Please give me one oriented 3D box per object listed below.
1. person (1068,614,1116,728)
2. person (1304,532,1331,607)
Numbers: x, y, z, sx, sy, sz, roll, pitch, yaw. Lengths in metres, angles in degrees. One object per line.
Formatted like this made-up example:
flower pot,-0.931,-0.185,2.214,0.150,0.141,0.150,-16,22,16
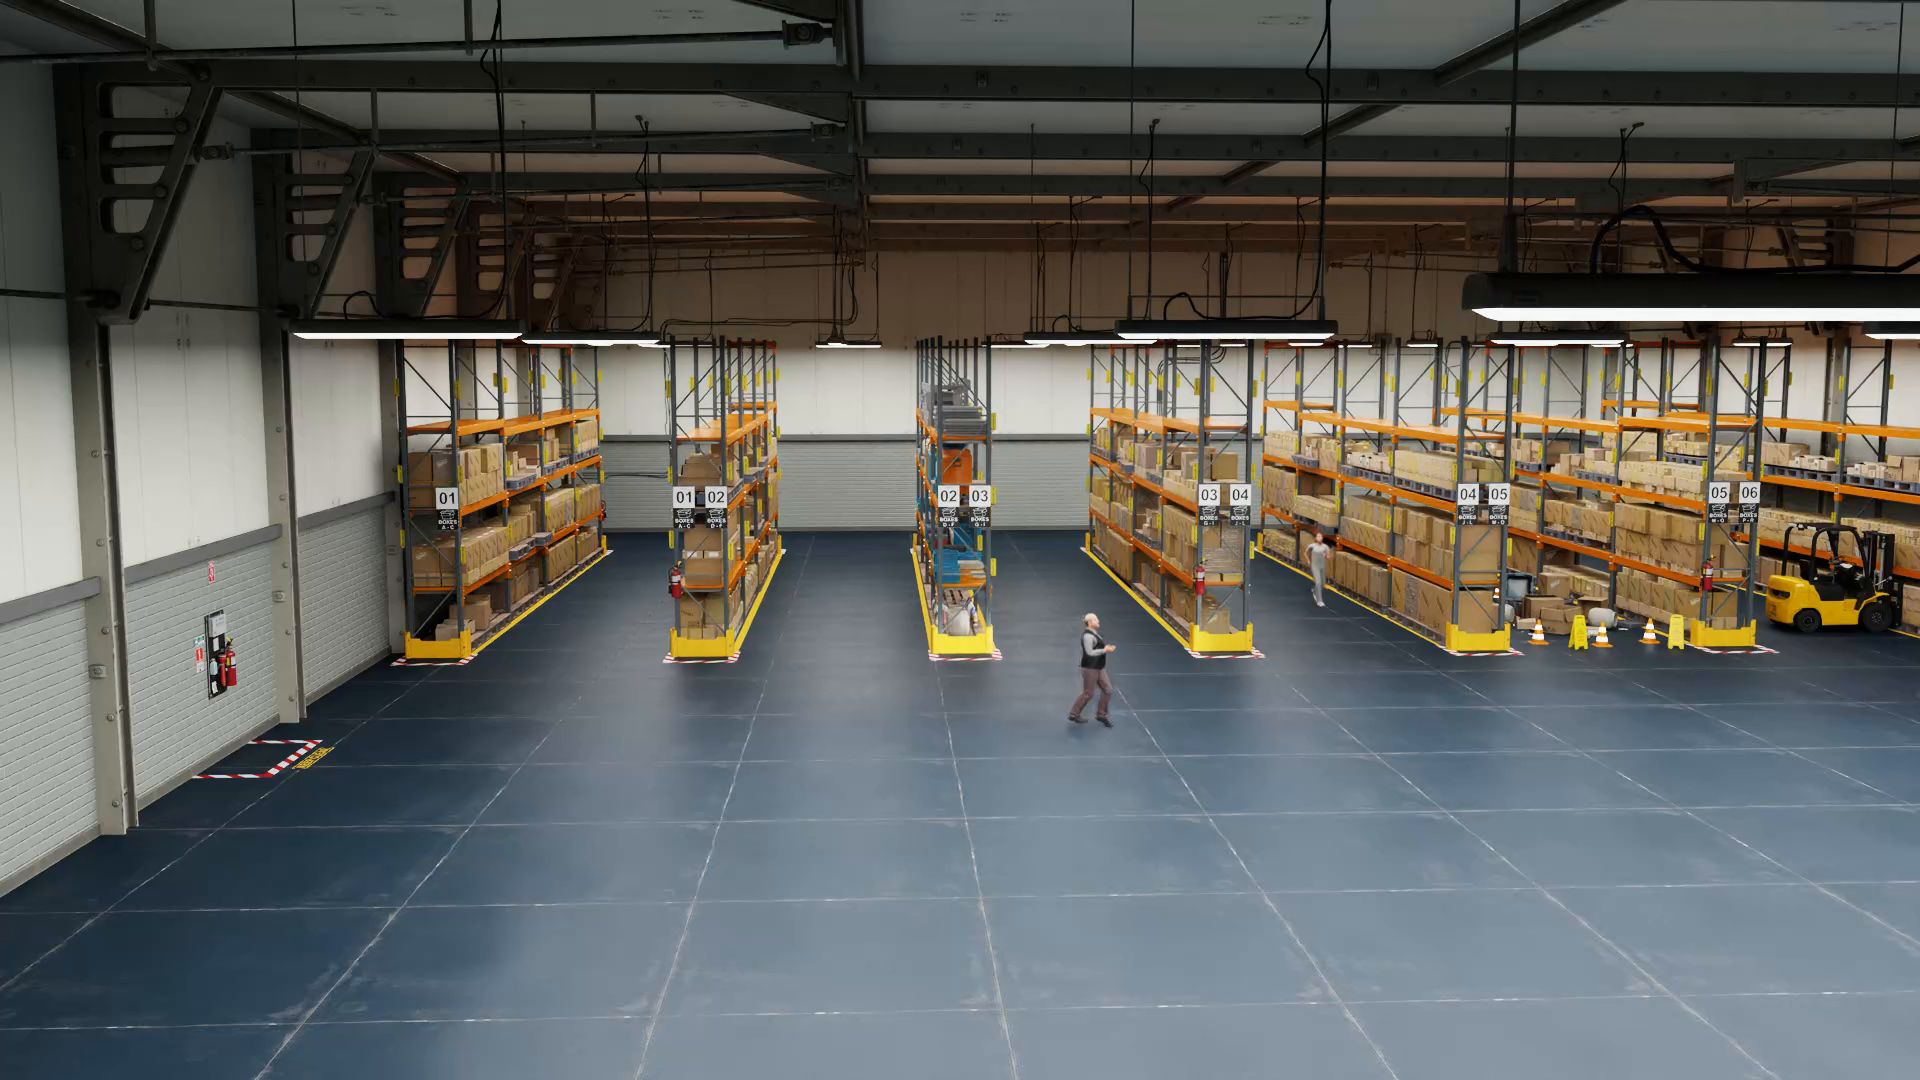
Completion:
person,2.021,2.003,25.293,0.730,1.777,0.640,2,7,20
person,8.072,0.633,37.499,0.574,1.645,0.929,-1,7,-8
